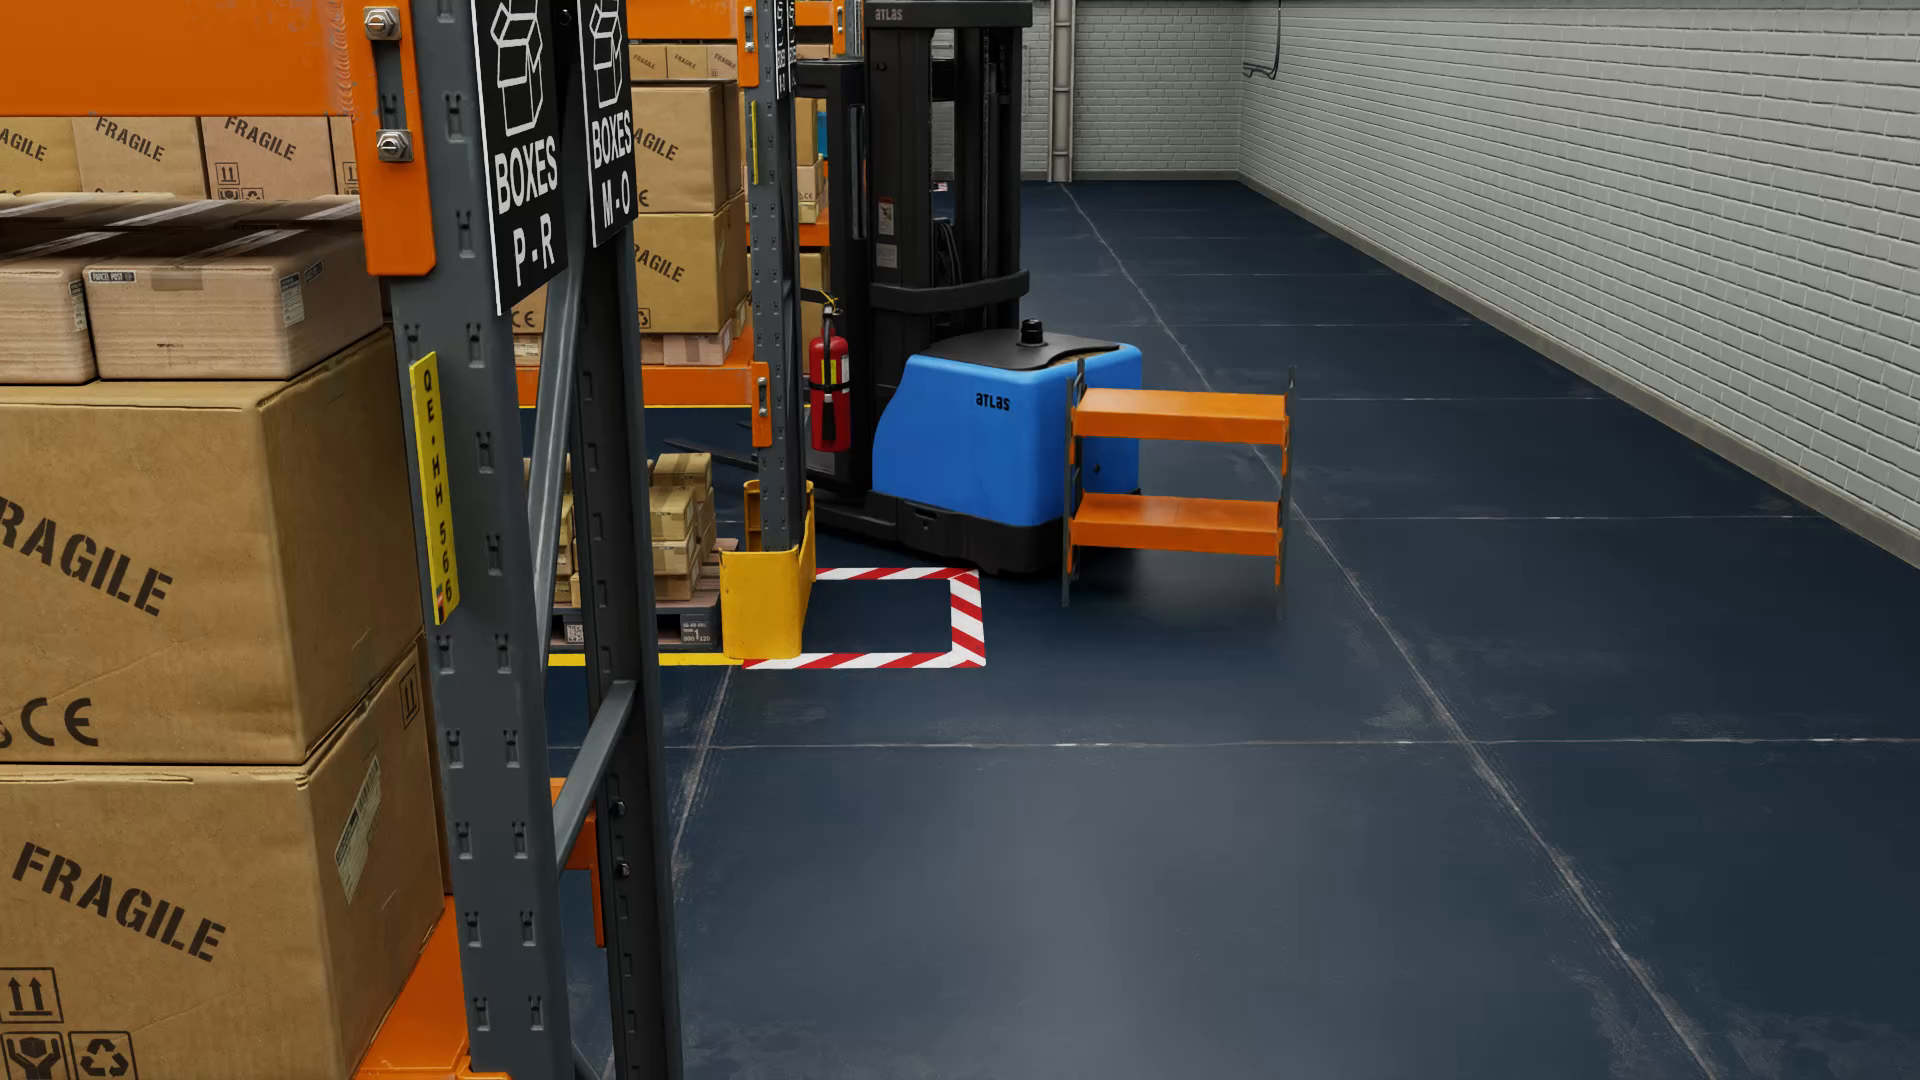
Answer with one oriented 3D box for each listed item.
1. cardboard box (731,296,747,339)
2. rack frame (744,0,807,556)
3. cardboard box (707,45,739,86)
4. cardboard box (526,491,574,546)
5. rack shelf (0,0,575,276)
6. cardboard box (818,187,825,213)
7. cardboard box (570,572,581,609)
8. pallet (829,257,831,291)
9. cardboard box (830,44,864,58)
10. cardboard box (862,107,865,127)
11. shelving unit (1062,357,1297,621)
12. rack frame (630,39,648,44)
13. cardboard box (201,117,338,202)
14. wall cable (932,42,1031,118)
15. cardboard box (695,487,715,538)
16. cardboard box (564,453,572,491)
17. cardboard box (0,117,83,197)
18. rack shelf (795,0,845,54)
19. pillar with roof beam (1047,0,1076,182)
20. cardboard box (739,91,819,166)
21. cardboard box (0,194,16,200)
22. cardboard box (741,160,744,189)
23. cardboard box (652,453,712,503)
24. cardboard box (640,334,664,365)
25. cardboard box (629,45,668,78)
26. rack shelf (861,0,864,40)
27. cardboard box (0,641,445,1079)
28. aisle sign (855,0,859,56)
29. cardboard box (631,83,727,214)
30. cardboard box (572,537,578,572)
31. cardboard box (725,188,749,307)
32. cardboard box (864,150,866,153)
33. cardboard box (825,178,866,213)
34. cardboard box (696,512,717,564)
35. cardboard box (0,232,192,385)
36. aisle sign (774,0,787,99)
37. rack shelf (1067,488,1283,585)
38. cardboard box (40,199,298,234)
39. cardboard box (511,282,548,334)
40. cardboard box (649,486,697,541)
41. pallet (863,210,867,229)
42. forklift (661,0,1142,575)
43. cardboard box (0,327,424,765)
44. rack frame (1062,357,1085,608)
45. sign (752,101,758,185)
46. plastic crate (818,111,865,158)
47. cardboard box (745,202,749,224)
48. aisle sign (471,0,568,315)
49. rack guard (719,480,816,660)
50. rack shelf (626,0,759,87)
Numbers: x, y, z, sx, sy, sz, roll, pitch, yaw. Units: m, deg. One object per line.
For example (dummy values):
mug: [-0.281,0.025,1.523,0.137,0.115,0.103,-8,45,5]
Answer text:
cardboard box: [-1.148,-1.055,7.836,0.250,0.149,0.380,0,18,-1]
rack frame: [-0.819,-1.076,7.491,0.127,3.000,1.000,0,18,-1]
cardboard box: [-2.927,-6.045,21.182,0.500,0.500,0.500,0,18,1]
cardboard box: [-1.853,-0.098,7.448,0.250,0.149,0.380,-1,18,-2]
rack shelf: [-2.640,-0.641,2.401,4.000,0.370,1.077,0,18,-1]
cardboard box: [-1.156,-2.571,12.562,0.250,0.149,0.380,0,18,0]
cardboard box: [-1.598,0.180,7.555,0.250,0.149,0.380,0,18,1]
pallet: [-1.700,-2.784,17.381,1.213,0.211,1.003,0,18,-1]
cardboard box: [-1.390,-6.054,21.210,0.500,0.500,0.500,0,18,-1]
cardboard box: [-1.392,-5.579,21.365,0.500,0.500,0.500,0,18,1]
shelving unit: [1.052,-0.257,8.006,1.048,1.125,0.538,3,18,10]
rack frame: [-5.030,-7.110,26.303,0.127,3.000,1.000,0,18,-1]
cardboard box: [-2.828,-1.652,6.999,0.500,0.500,0.500,-1,18,-3]
wall cable: [0.235,-7.909,27.127,1.851,1.984,0.084,0,18,-1]
cardboard box: [-1.347,-0.136,8.053,0.250,0.149,0.380,0,18,1]
cardboard box: [-1.876,-0.303,8.086,0.250,0.149,0.380,0,18,-1]
cardboard box: [-3.845,-1.657,7.014,0.500,0.500,0.500,-1,18,-3]
rack shelf: [-2.796,-3.667,11.836,4.000,0.370,1.077,0,18,-1]
pillar with roof beam: [1.723,-8.949,22.212,0.400,9.000,9.100,0,18,-1]
cardboard box: [-1.279,-2.936,11.820,0.500,0.500,0.500,0,18,0]
cardboard box: [-1.785,-0.484,2.783,0.250,0.149,0.380,-1,18,-3]
cardboard box: [-1.784,-2.576,11.925,0.500,0.250,0.500,-1,18,-2]
cardboard box: [-1.348,-0.303,8.087,0.250,0.149,0.380,-1,18,-3]
cardboard box: [-1.390,-0.879,7.287,0.250,0.149,0.380,0,18,-1]
cardboard box: [-3.957,-6.040,21.166,0.500,0.500,0.500,-1,18,-3]
rack shelf: [-2.874,-5.180,16.552,4.000,0.370,1.077,0,18,-1]
cardboard box: [-1.118,0.471,2.505,0.500,0.500,0.500,0,18,-1]
aisle sign: [-0.720,-3.738,11.533,0.004,0.787,0.394,0,18,-1]
cardboard box: [-1.273,-1.663,7.034,0.500,0.500,0.500,-1,18,-2]
cardboard box: [-1.604,0.015,7.584,0.250,0.149,0.380,-1,18,-2]
cardboard box: [-1.272,-1.347,7.686,0.500,0.500,0.500,1,18,2]
cardboard box: [-1.729,-6.106,26.575,0.500,0.500,0.700,0,18,-1]
cardboard box: [-1.489,-4.558,21.718,0.500,0.500,0.500,0,18,-1]
cardboard box: [-1.348,-0.014,8.159,0.250,0.149,0.380,0,18,0]
cardboard box: [-1.249,-0.326,2.290,0.250,0.149,0.380,0,18,0]
aisle sign: [-0.741,-2.222,6.809,0.004,0.787,0.394,0,18,-1]
rack shelf: [1.052,-0.024,8.080,1.000,0.278,0.538,3,18,10]
cardboard box: [-1.260,-0.457,2.699,0.250,0.149,0.380,0,18,0]
cardboard box: [-1.779,-1.183,7.175,0.500,0.500,0.500,-1,18,-2]
cardboard box: [-1.344,-0.122,7.522,0.250,0.149,0.380,0,18,0]
pallet: [-1.822,-4.284,22.058,1.213,0.211,1.003,0,18,-1]
forklift: [-0.475,-1.572,9.150,3.031,2.935,1.130,15,23,38]
cardboard box: [-1.118,-0.013,2.378,0.500,0.500,0.500,0,18,1]
rack frame: [0.552,-0.285,8.094,0.032,1.125,0.500,3,18,10]
sign: [-0.830,-1.608,6.737,0.005,0.325,0.100,0,18,-1]
plastic crate: [-1.206,-4.091,16.733,0.499,0.435,0.616,0,18,-1]
cardboard box: [-1.407,-2.368,11.929,0.250,0.149,0.380,0,18,0]
aisle sign: [-0.563,-0.708,2.088,0.004,0.787,0.394,0,18,-1]
rack guard: [-0.895,0.115,7.872,0.348,0.500,1.175,0,18,-1]
rack shelf: [-2.819,-2.152,7.112,4.000,0.370,1.077,0,18,-1]
